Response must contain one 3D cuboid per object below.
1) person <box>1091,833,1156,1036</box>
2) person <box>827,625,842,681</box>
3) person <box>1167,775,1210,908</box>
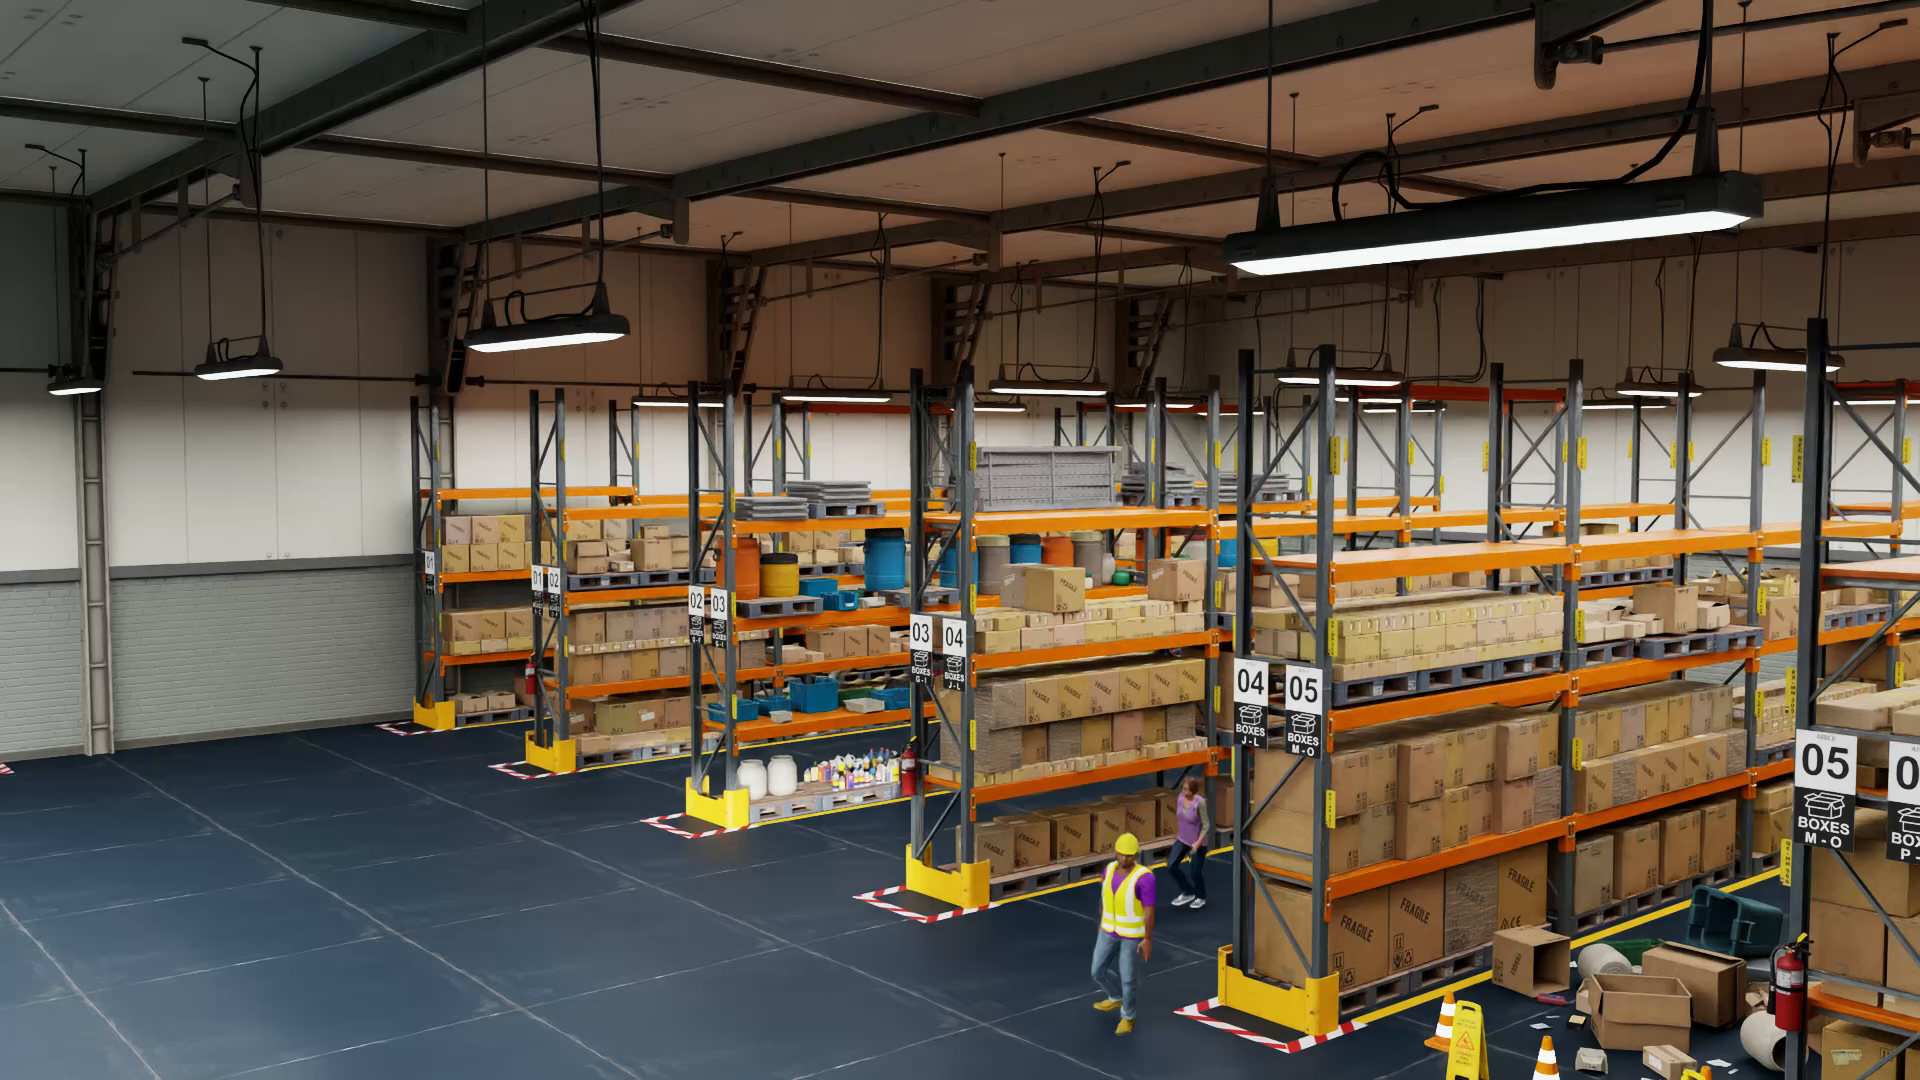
[{"bbox_3d":[1.440,3.431,14.566,0.678,1.786,0.483,3,4,39],"label":"person"},{"bbox_3d":[-2.389,2.443,32.324,0.560,1.604,0.806,2,4,35],"label":"person"},{"bbox_3d":[2.539,3.312,18.186,0.510,1.529,0.717,3,4,38],"label":"person"}]
